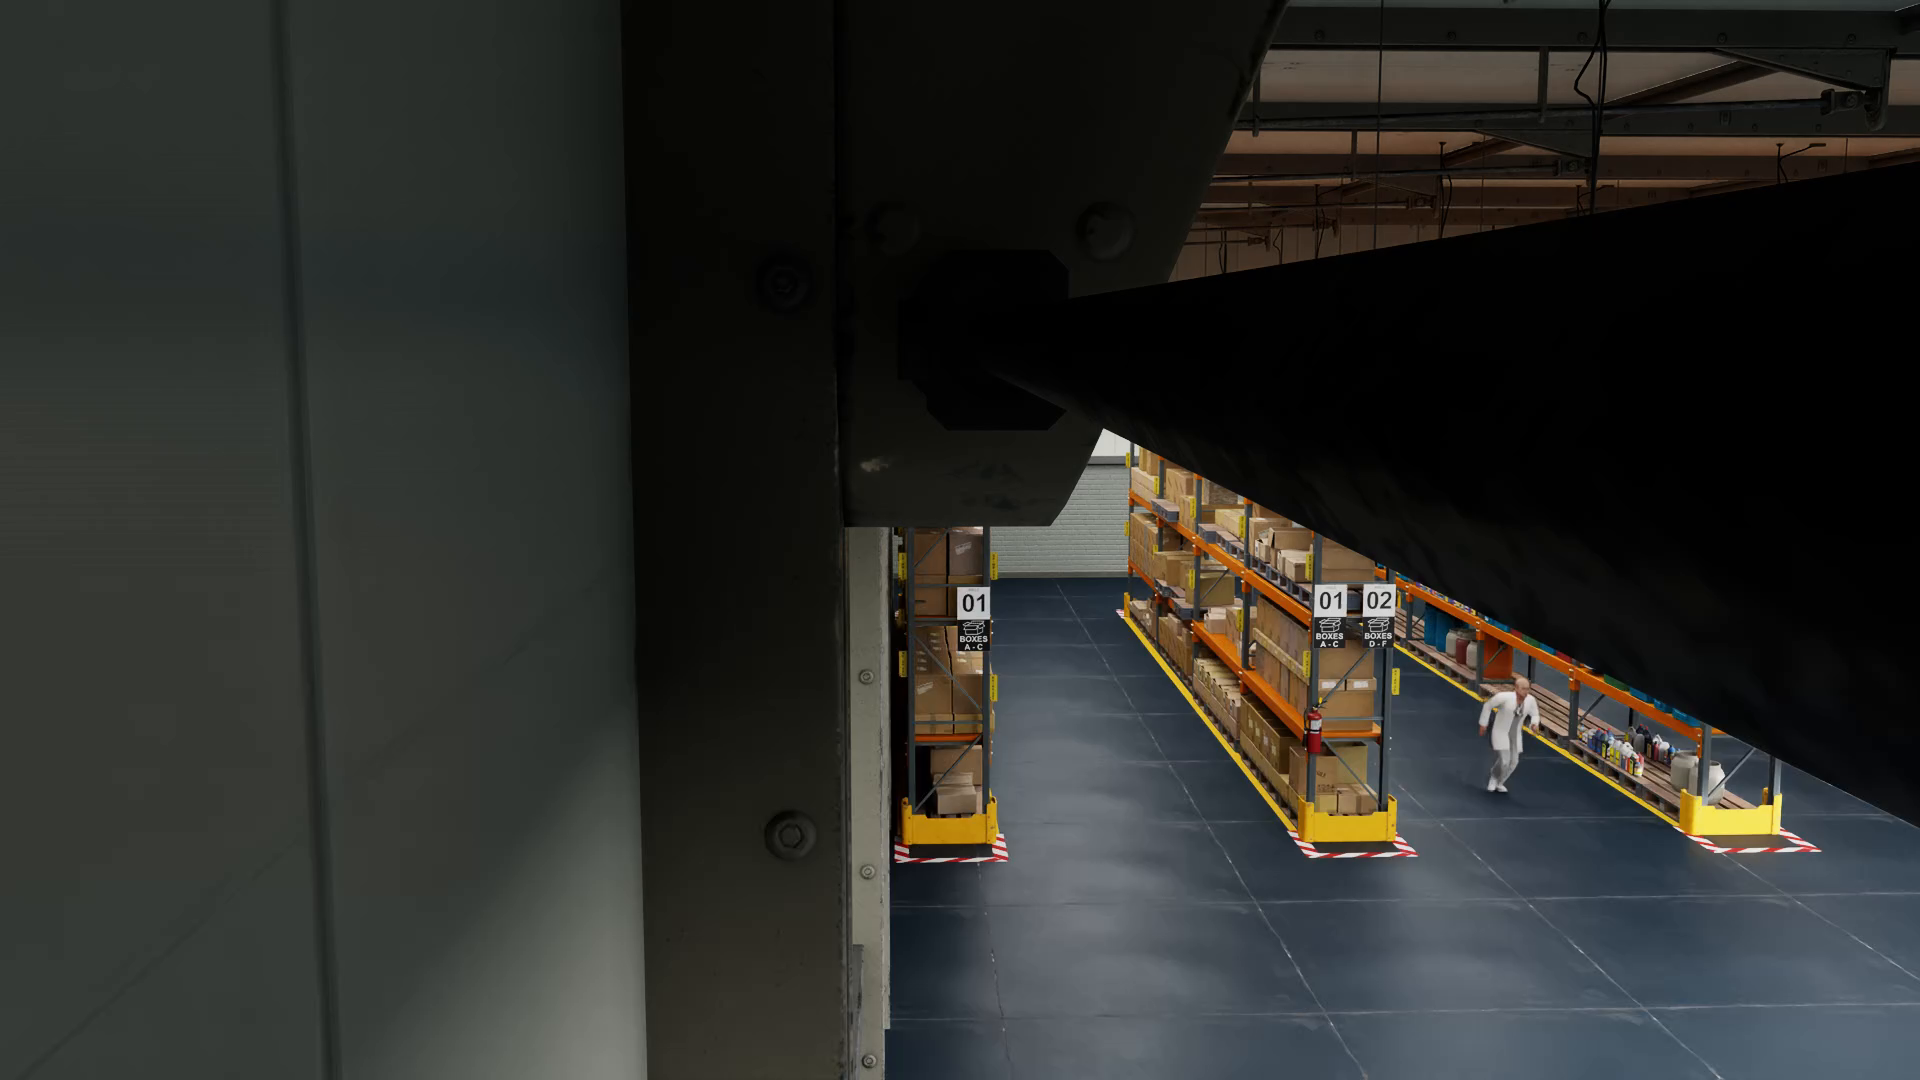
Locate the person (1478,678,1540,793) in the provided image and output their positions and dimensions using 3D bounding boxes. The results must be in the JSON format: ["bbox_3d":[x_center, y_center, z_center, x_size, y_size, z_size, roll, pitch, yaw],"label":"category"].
[{"bbox_3d":[7.463,2.651,22.486,0.698,1.646,0.892,-2,8,-15],"label":"person"}]
